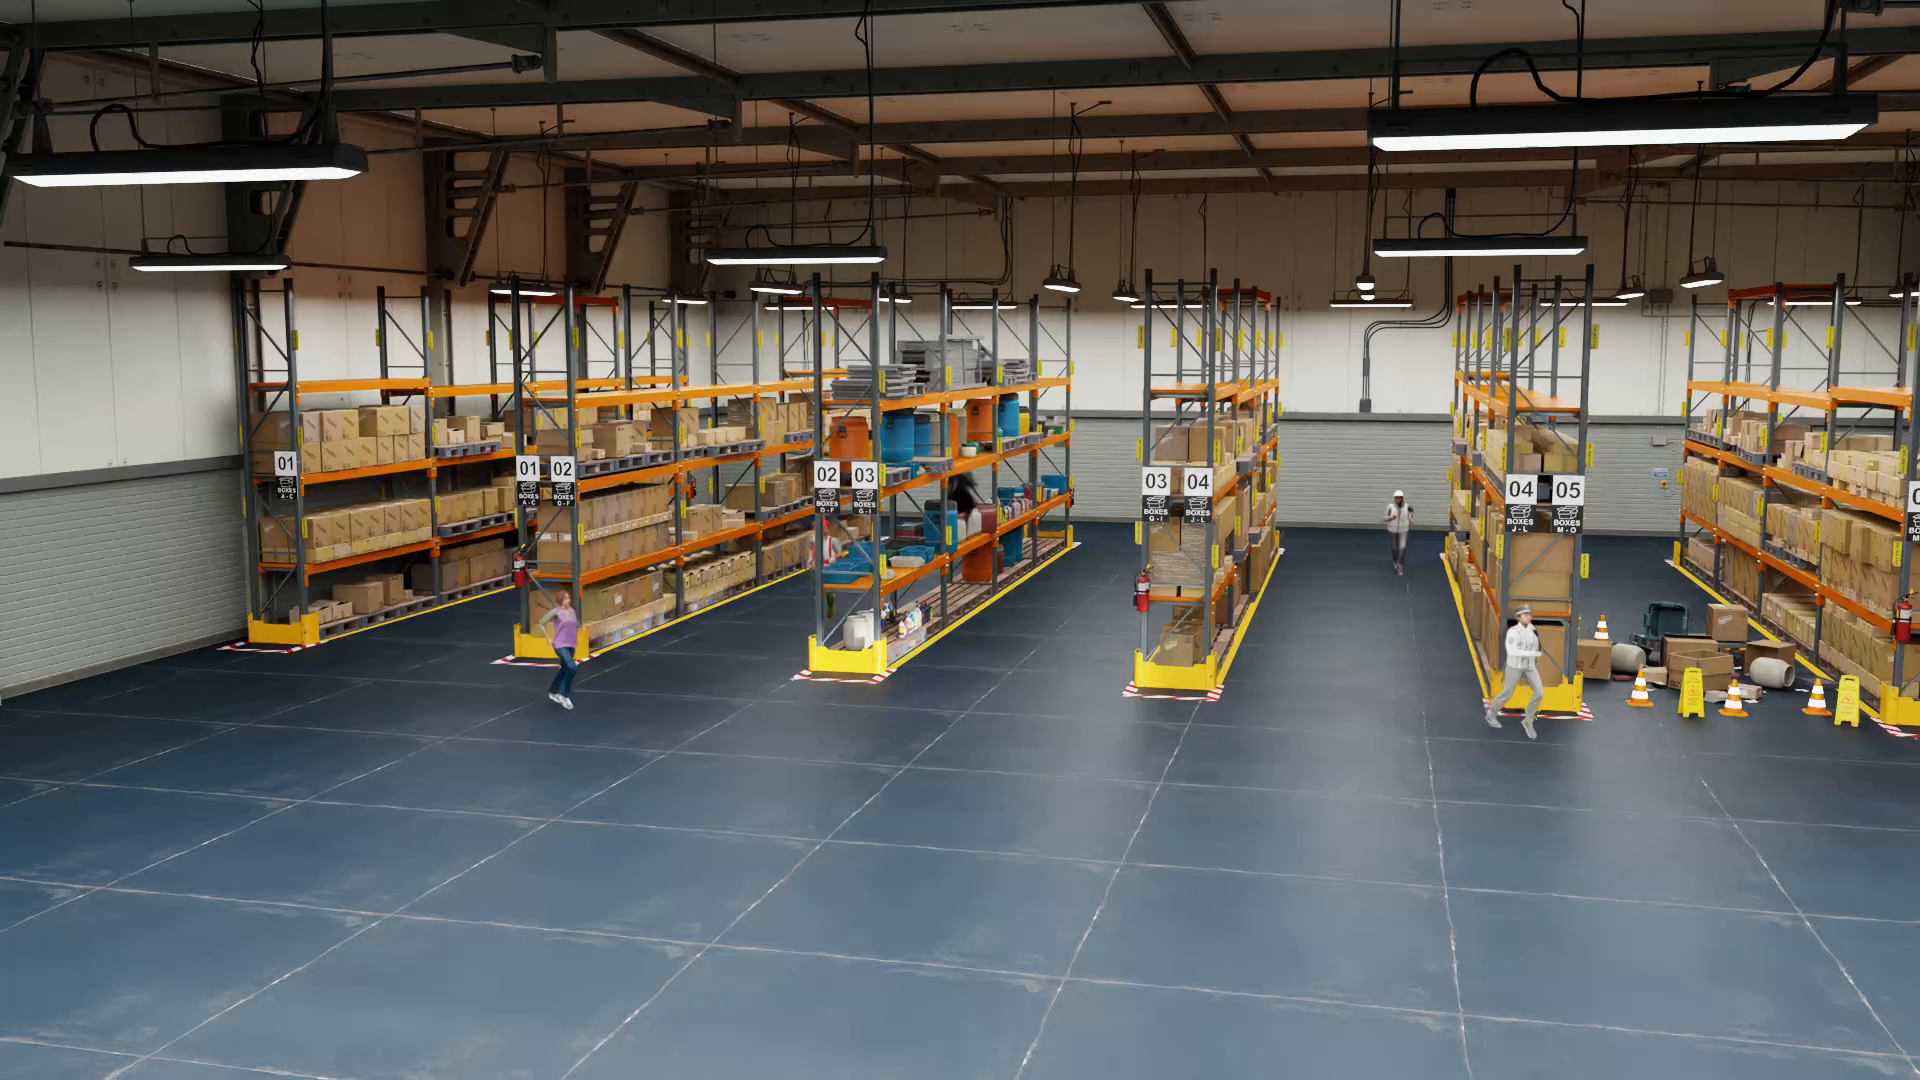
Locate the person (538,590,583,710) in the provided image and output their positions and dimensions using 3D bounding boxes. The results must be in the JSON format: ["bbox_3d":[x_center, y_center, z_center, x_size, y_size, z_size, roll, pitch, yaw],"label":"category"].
[{"bbox_3d":[-5.404,1.494,22.713,0.694,1.630,0.503,4,8,28],"label":"person"}]

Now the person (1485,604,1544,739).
[{"bbox_3d":[7.119,1.644,21.121,0.624,1.722,0.848,-3,7,-23],"label":"person"}]

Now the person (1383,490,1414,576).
[{"bbox_3d":[9.438,-0.155,35.850,0.643,1.853,0.862,2,7,14],"label":"person"}]

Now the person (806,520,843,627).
[{"bbox_3d":[-2.335,0.540,28.508,0.656,1.790,0.959,1,7,7],"label":"person"}]
